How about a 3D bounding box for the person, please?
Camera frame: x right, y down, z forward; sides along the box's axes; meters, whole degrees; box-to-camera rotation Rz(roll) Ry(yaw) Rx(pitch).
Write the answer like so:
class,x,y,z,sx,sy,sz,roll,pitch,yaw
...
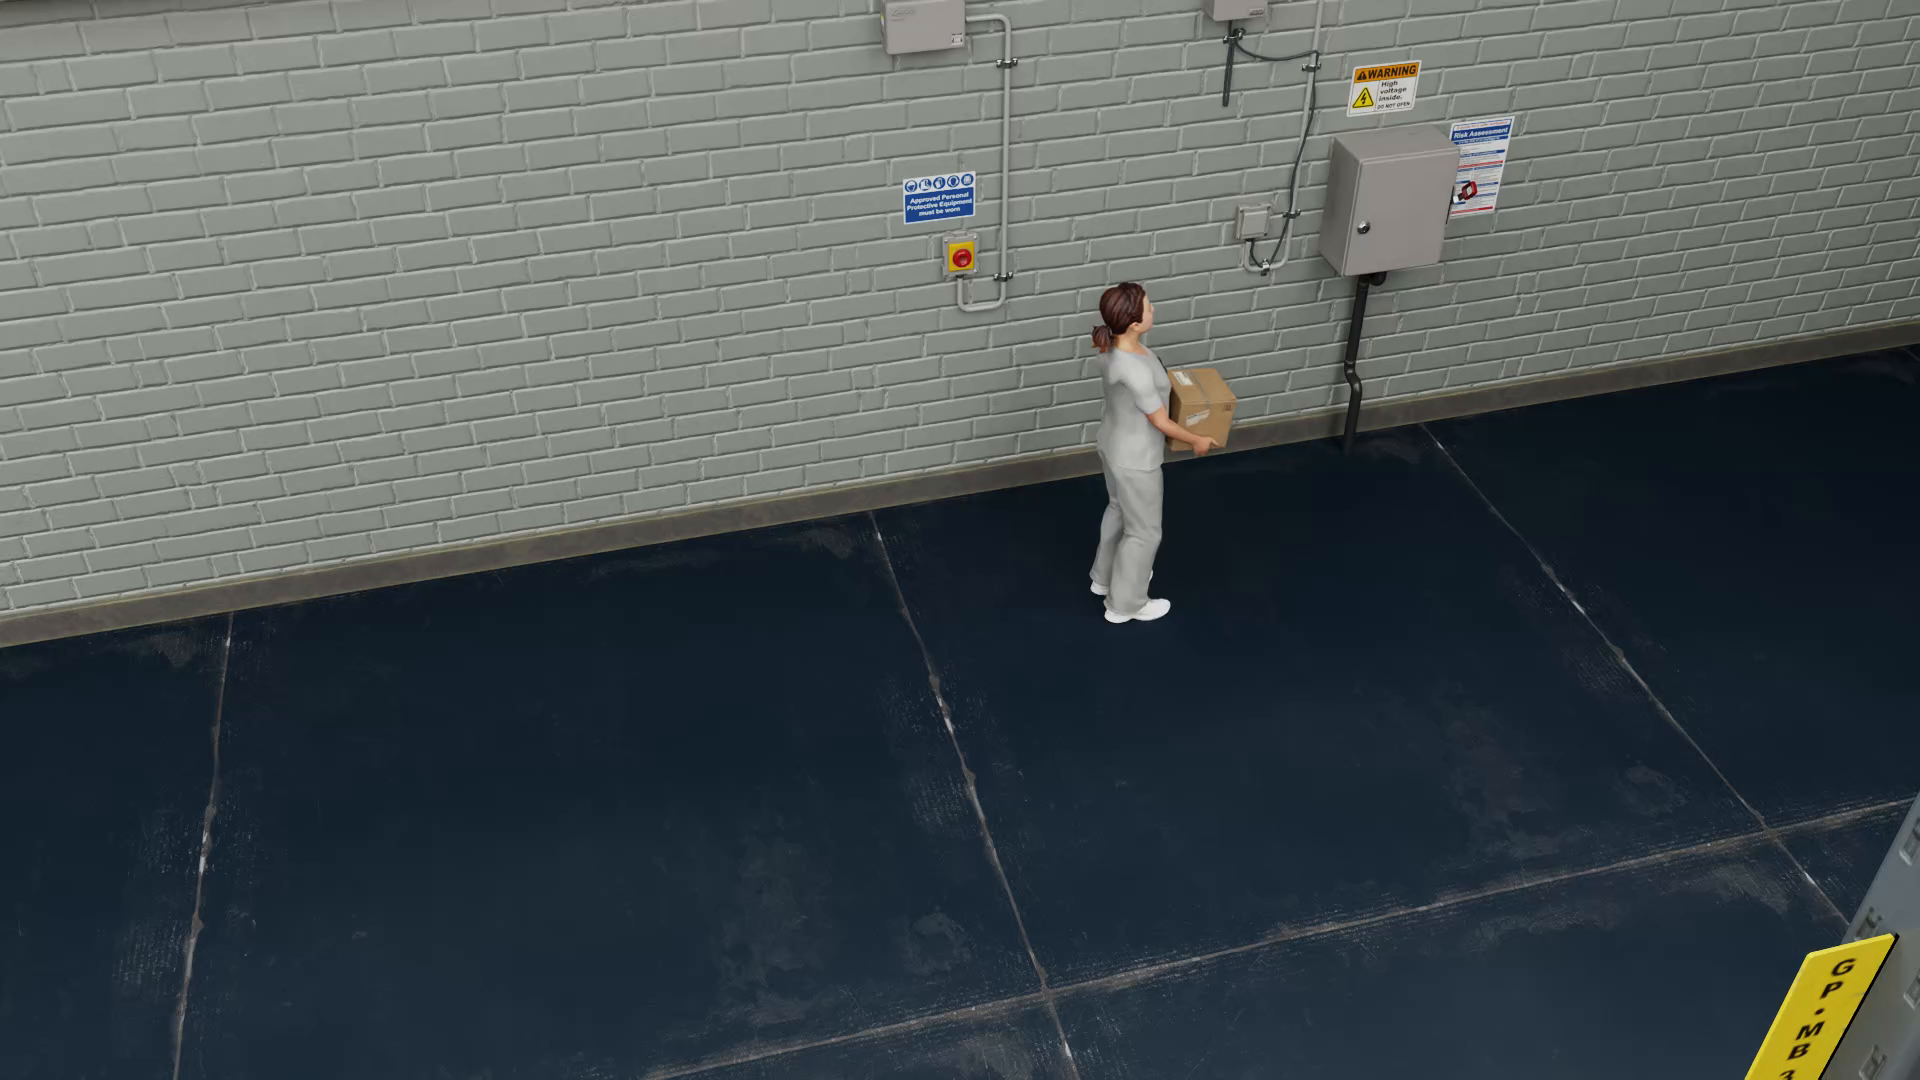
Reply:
class,x,y,z,sx,sy,sz,roll,pitch,yaw
person,0.802,-0.386,7.212,0.552,1.662,0.438,-9,39,-12
